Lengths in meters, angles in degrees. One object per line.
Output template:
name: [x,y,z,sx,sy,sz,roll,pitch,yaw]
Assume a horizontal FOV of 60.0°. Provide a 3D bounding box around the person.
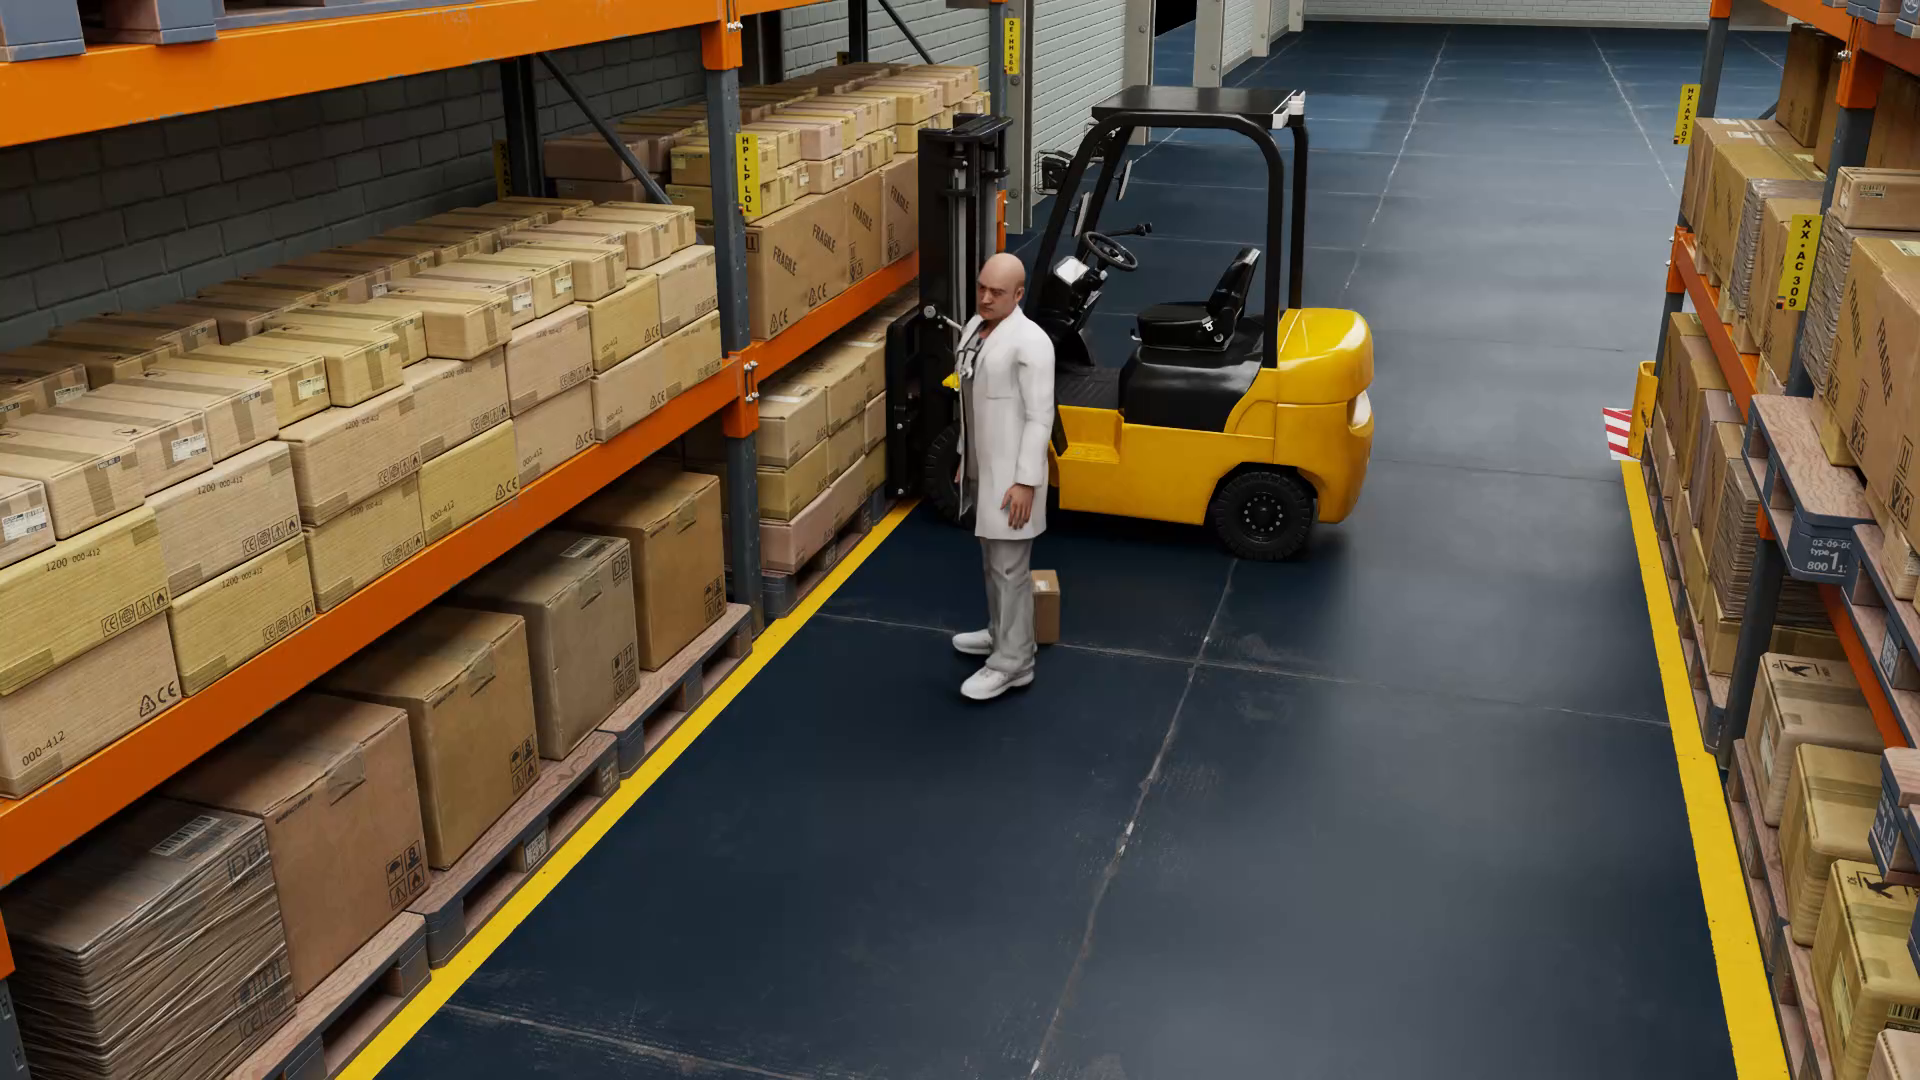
person: [0.145,-0.269,6.705,0.494,1.783,0.625,-10,24,-23]
